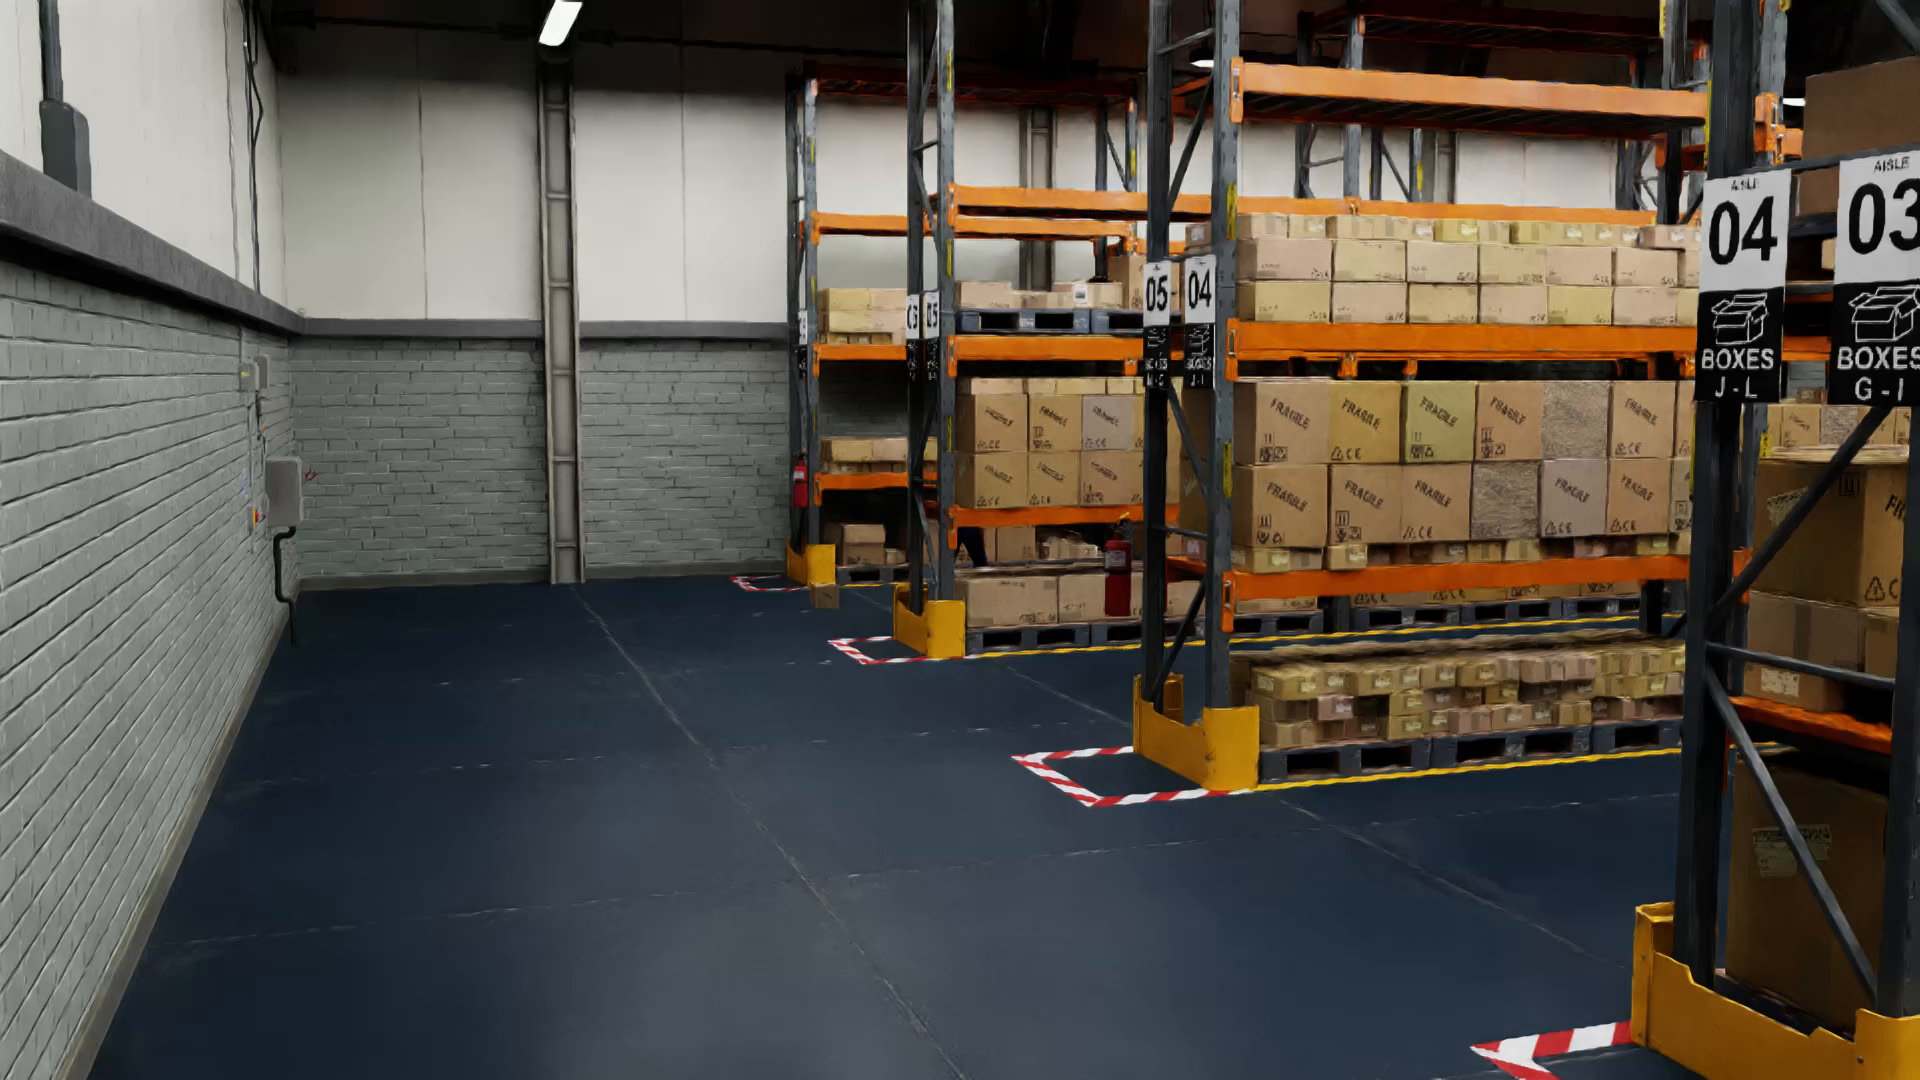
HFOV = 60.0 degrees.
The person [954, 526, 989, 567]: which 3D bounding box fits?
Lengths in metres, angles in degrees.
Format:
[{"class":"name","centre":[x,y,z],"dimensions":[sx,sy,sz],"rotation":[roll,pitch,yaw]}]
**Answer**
[{"class":"person","centre":[0.086,-0.057,17.286],"dimensions":[0.669,1.626,0.537],"rotation":[-1,6,-6]}]
